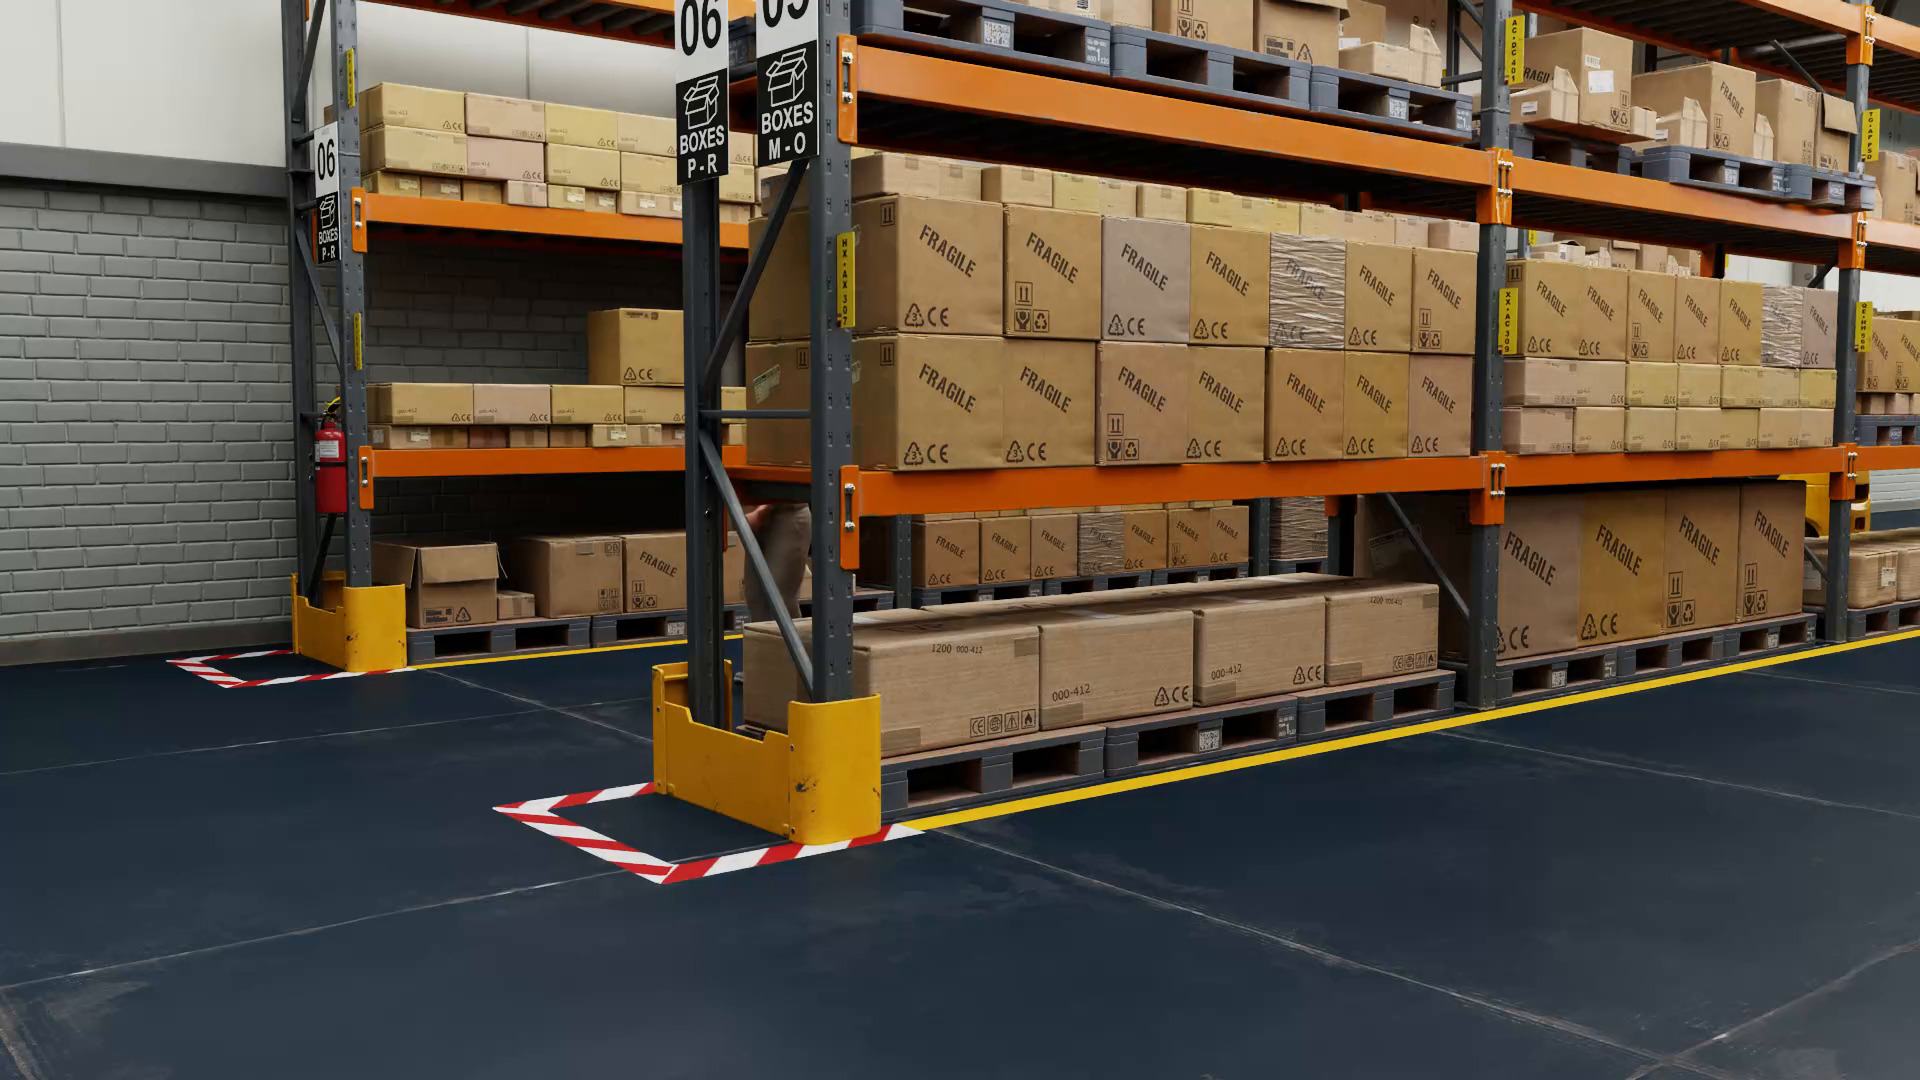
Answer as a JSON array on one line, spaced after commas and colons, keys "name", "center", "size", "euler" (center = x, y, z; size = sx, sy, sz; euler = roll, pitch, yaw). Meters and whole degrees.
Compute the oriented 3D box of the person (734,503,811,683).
[{"name": "person", "center": [-1.076, -0.042, 9.235], "size": [0.536, 1.713, 0.494], "euler": [-3, 5, -39]}]
